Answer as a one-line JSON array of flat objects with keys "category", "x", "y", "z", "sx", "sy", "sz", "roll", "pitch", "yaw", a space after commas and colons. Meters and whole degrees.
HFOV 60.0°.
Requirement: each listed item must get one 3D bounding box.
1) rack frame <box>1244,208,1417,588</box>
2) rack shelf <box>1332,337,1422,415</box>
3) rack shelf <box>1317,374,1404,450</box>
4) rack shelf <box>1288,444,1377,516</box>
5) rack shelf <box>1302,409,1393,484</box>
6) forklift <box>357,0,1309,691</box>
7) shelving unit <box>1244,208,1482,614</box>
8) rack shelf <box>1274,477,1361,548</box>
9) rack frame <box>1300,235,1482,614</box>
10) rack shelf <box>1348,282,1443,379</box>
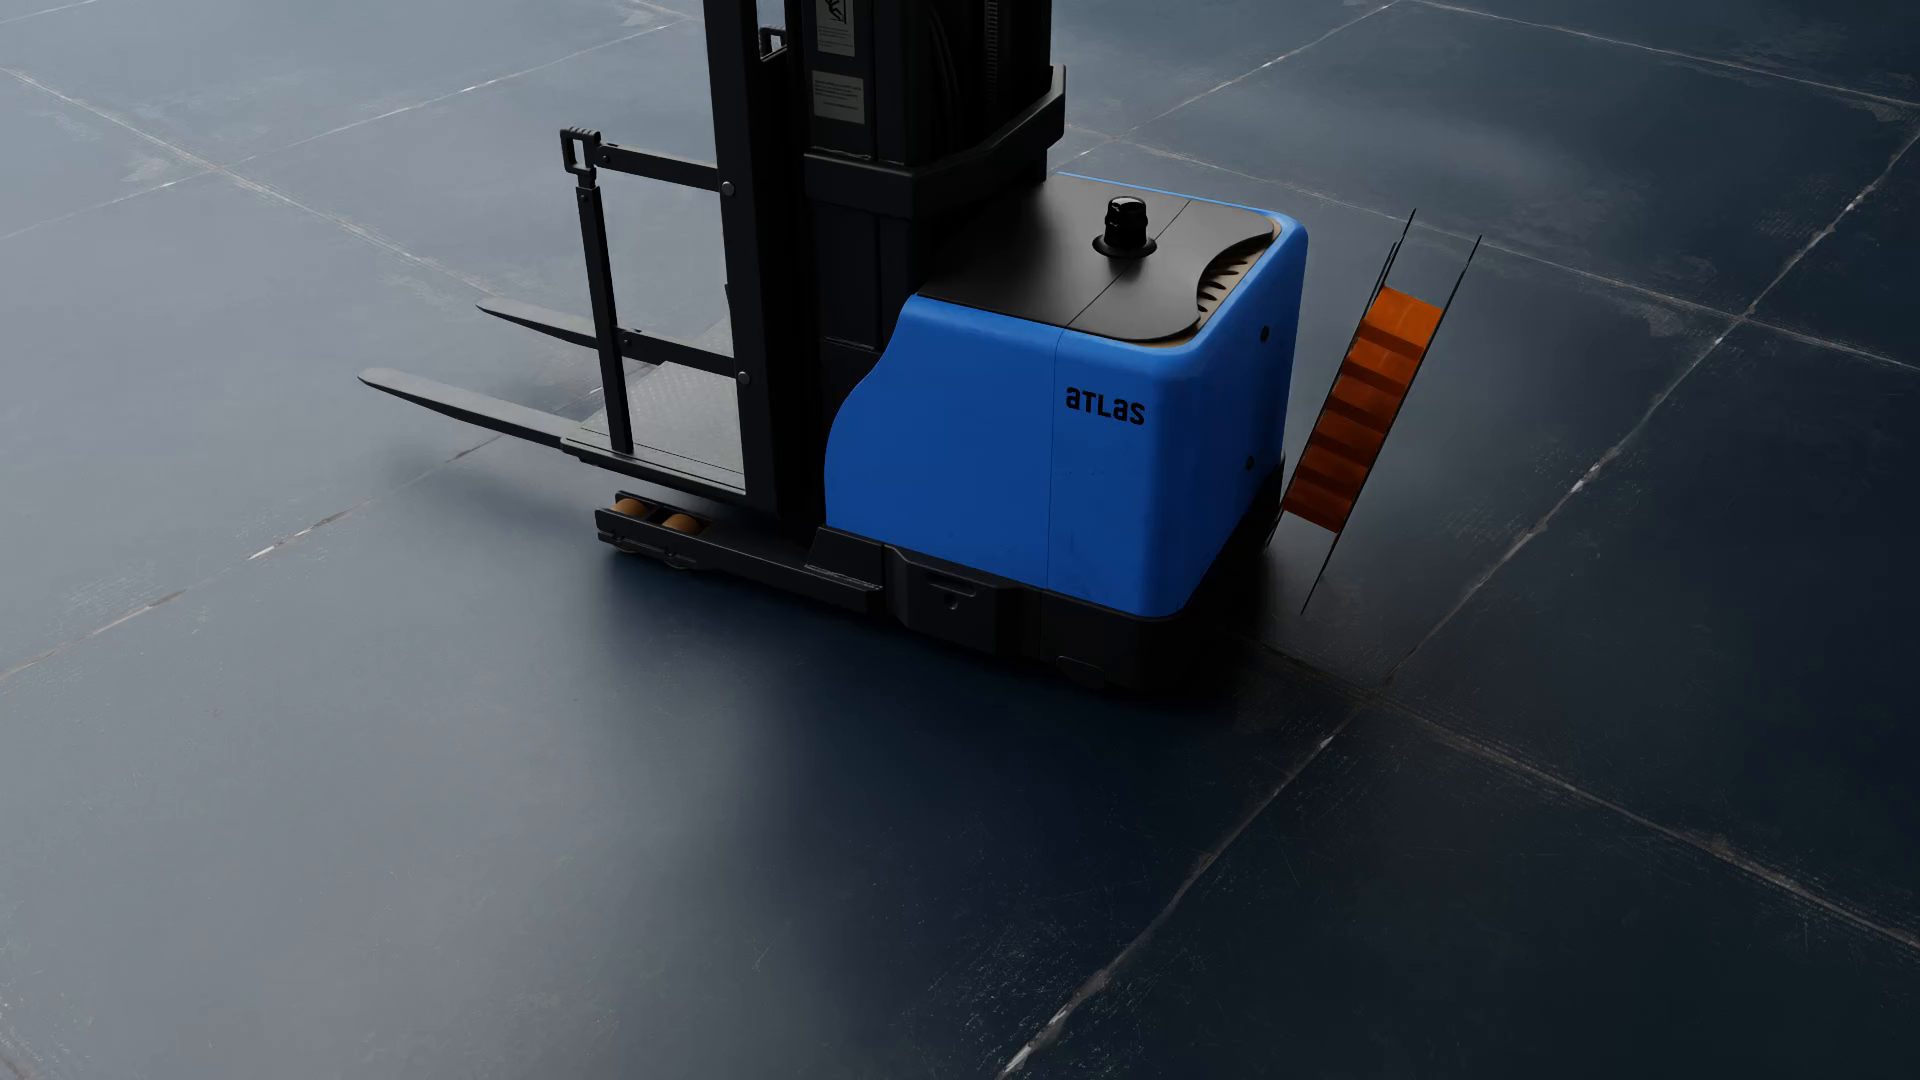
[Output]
[{"category": "rack frame", "x": 1.026, "y": -0.367, "z": 4.676, "sx": 0.006, "sy": 1.200, "sz": 0.240, "roll": 26, "pitch": 40, "yaw": 12}, {"category": "rack shelf", "x": 1.148, "y": -0.474, "z": 4.533, "sx": 0.180, "sy": 0.103, "sz": 0.258, "roll": 26, "pitch": 40, "yaw": 12}, {"category": "rack shelf", "x": 1.123, "y": -0.384, "z": 4.609, "sx": 0.180, "sy": 0.103, "sz": 0.258, "roll": 26, "pitch": 40, "yaw": 12}, {"category": "rack shelf", "x": 1.073, "y": -0.205, "z": 4.761, "sx": 0.180, "sy": 0.103, "sz": 0.258, "roll": 26, "pitch": 40, "yaw": 12}, {"category": "rack shelf", "x": 1.098, "y": -0.295, "z": 4.685, "sx": 0.180, "sy": 0.103, "sz": 0.258, "roll": 26, "pitch": 40, "yaw": 12}, {"category": "forklift", "x": -0.557, "y": -1.367, "z": 4.652, "sx": 3.031, "sy": 2.935, "sz": 1.130, "roll": 16, "pitch": 38, "yaw": 22}, {"category": "shelving unit", "x": 1.107, "y": -0.328, "z": 4.657, "sx": 0.189, "sy": 1.200, "sz": 0.258, "roll": 26, "pitch": 40, "yaw": 12}, {"category": "rack shelf", "x": 1.047, "y": -0.116, "z": 4.837, "sx": 0.180, "sy": 0.103, "sz": 0.258, "roll": 26, "pitch": 40, "yaw": 12}, {"category": "rack frame", "x": 1.187, "y": -0.289, "z": 4.638, "sx": 0.006, "sy": 1.200, "sz": 0.240, "roll": 26, "pitch": 40, "yaw": 12}, {"category": "rack shelf", "x": 1.173, "y": -0.563, "z": 4.457, "sx": 0.180, "sy": 0.103, "sz": 0.258, "roll": 26, "pitch": 40, "yaw": 12}]
